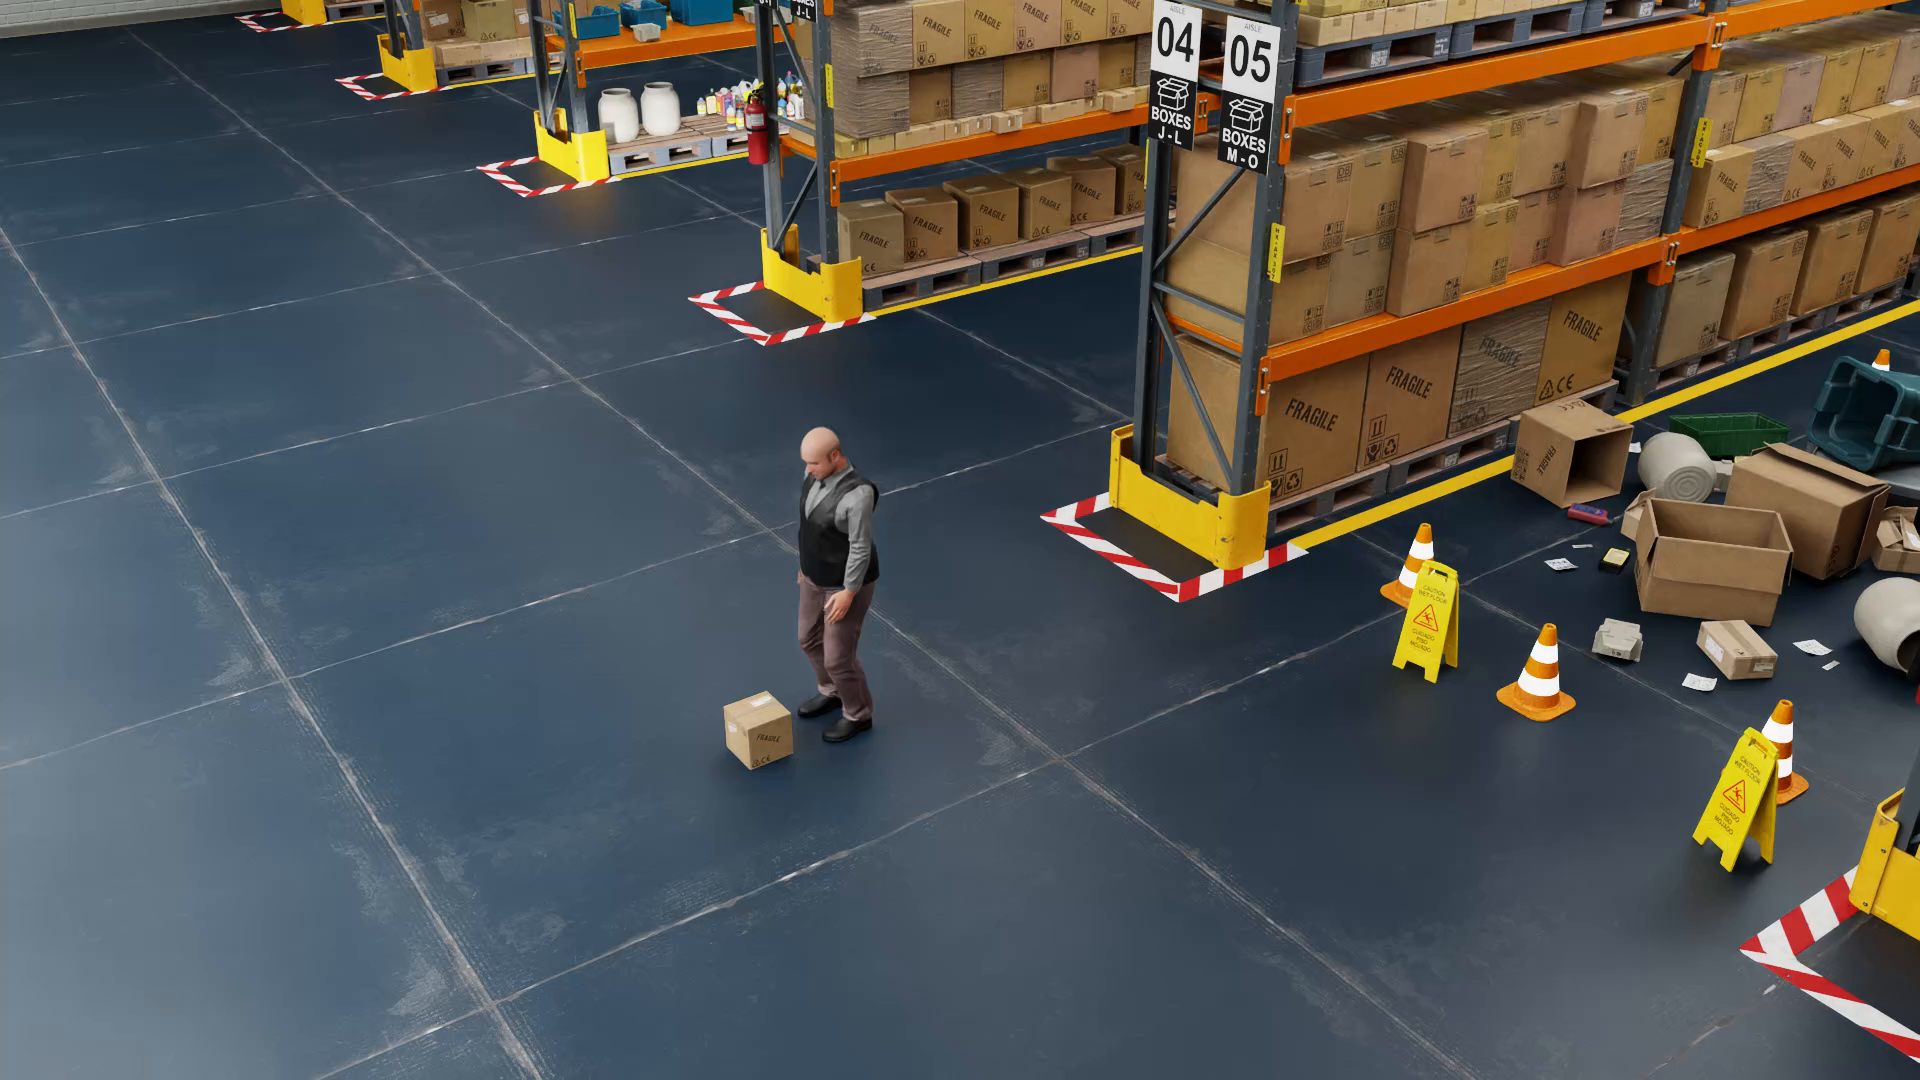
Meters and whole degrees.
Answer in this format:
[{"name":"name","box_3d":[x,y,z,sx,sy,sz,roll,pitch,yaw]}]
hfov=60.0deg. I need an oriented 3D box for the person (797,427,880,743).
[{"name":"person","box_3d":[-0.608,0.203,8.309,0.378,1.698,0.546,-18,33,-30]}]
